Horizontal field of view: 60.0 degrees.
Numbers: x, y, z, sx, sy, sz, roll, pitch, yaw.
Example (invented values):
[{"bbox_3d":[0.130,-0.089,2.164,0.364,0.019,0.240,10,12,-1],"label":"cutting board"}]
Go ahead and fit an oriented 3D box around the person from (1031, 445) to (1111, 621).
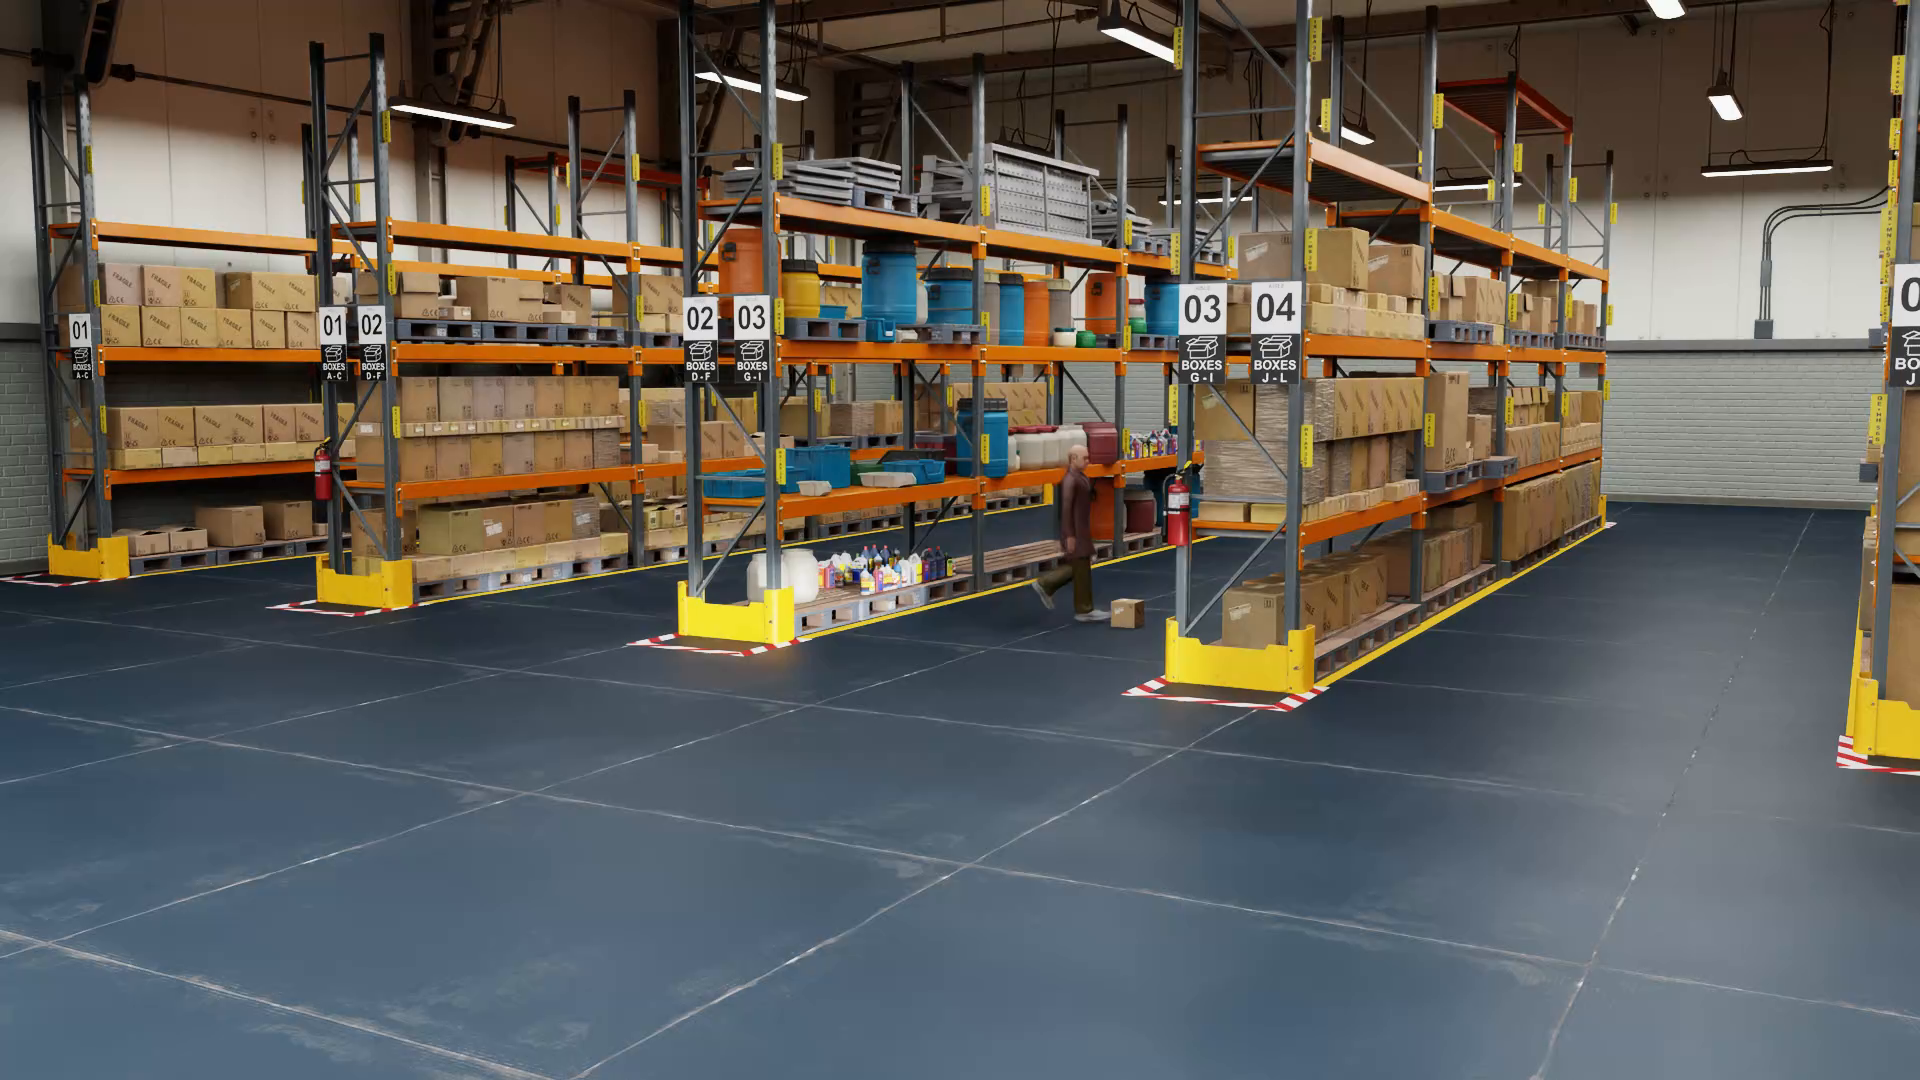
[{"bbox_3d":[1.107,-0.072,16.684,0.829,1.771,0.625,1,6,10],"label":"person"}]
